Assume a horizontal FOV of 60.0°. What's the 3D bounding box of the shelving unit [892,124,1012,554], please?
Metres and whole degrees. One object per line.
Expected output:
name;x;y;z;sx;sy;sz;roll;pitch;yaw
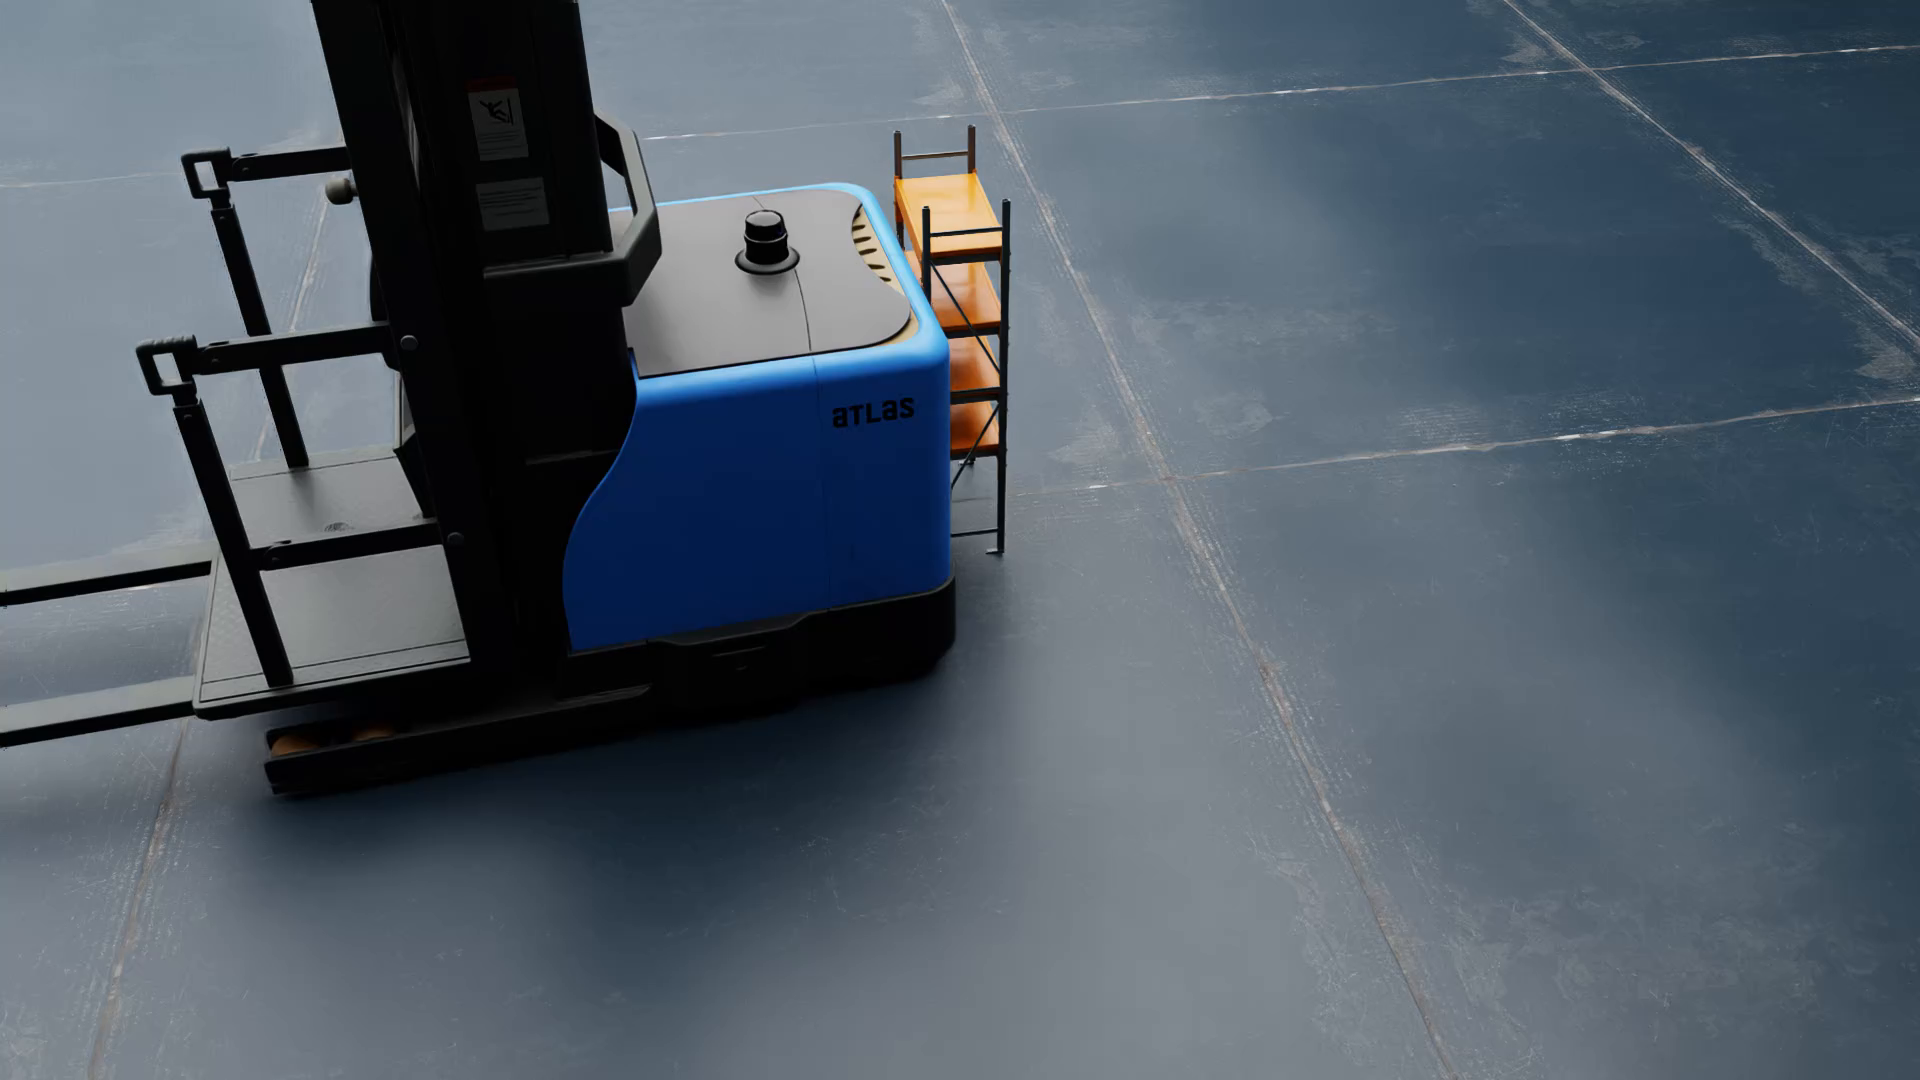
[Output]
shelving unit;-0.028;-0.574;5.011;0.258;1.200;0.503;-7;38;-8

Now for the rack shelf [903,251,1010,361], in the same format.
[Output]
rack shelf;-0.028;-0.698;4.915;0.258;0.148;0.480;-7;38;-8

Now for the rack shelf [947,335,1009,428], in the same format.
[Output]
rack shelf;-0.027;-0.521;5.052;0.258;0.148;0.480;-7;38;-8

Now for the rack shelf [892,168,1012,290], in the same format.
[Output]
rack shelf;-0.028;-0.885;4.770;0.258;0.148;0.480;-7;38;-8

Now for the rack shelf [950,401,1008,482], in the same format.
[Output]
rack shelf;-0.027;-0.365;5.174;0.258;0.148;0.480;-7;38;-8

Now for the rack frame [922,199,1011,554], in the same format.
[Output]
rack frame;0.018;-0.427;4.822;0.240;1.200;0.015;-7;38;-8

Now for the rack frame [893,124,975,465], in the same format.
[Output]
rack frame;-0.073;-0.721;5.200;0.240;1.200;0.015;-7;38;-8

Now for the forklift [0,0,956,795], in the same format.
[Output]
forklift;-1.587;-0.850;3.955;3.031;2.935;1.130;-9;39;-12
